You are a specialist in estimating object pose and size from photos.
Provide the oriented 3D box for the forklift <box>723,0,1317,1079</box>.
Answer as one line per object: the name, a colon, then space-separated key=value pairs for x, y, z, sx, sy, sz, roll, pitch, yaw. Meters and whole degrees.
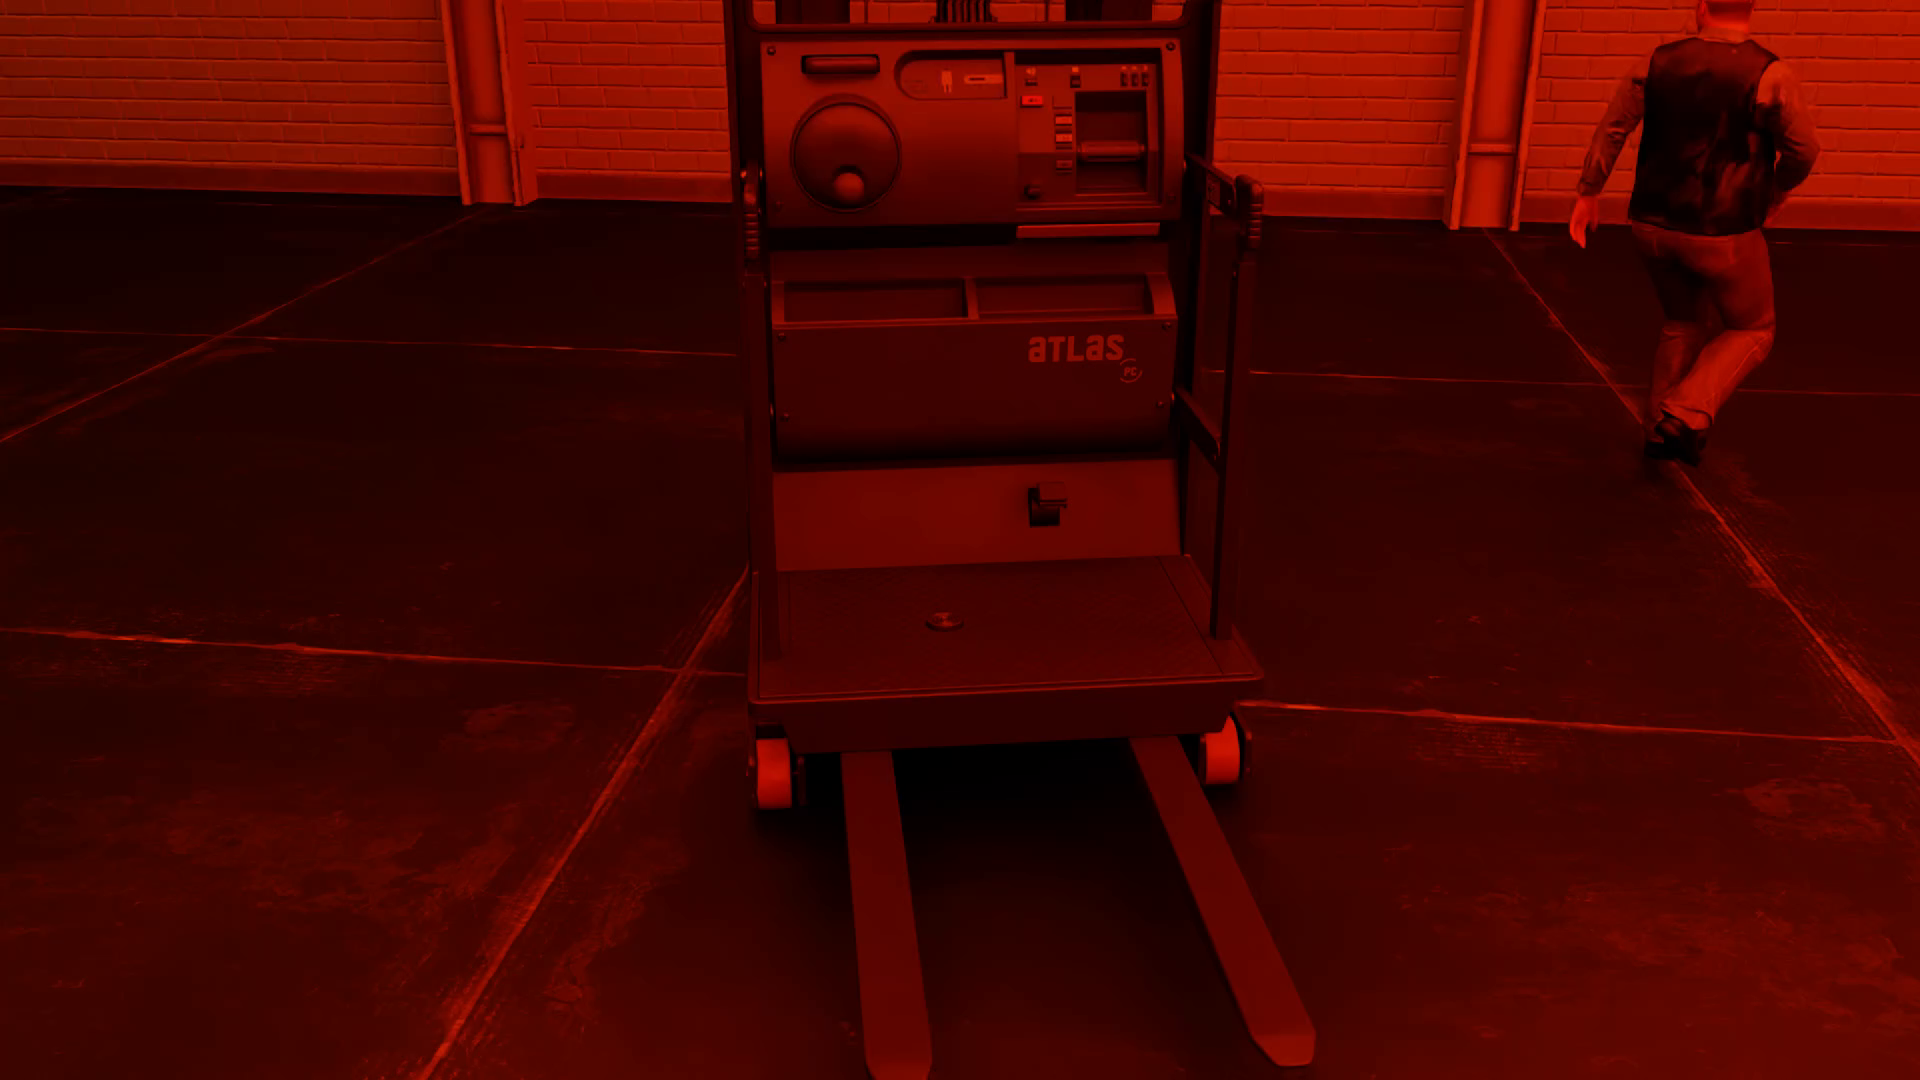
forklift: x=0.056 y=-0.893 z=3.470 sx=1.130 sy=2.935 sz=3.031 roll=-2 pitch=22 yaw=-6

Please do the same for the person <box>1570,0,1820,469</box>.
person: x=2.475 y=-1.067 z=5.602 sx=0.555 sy=1.673 sz=0.705 roll=-14 pitch=26 yaw=-30
